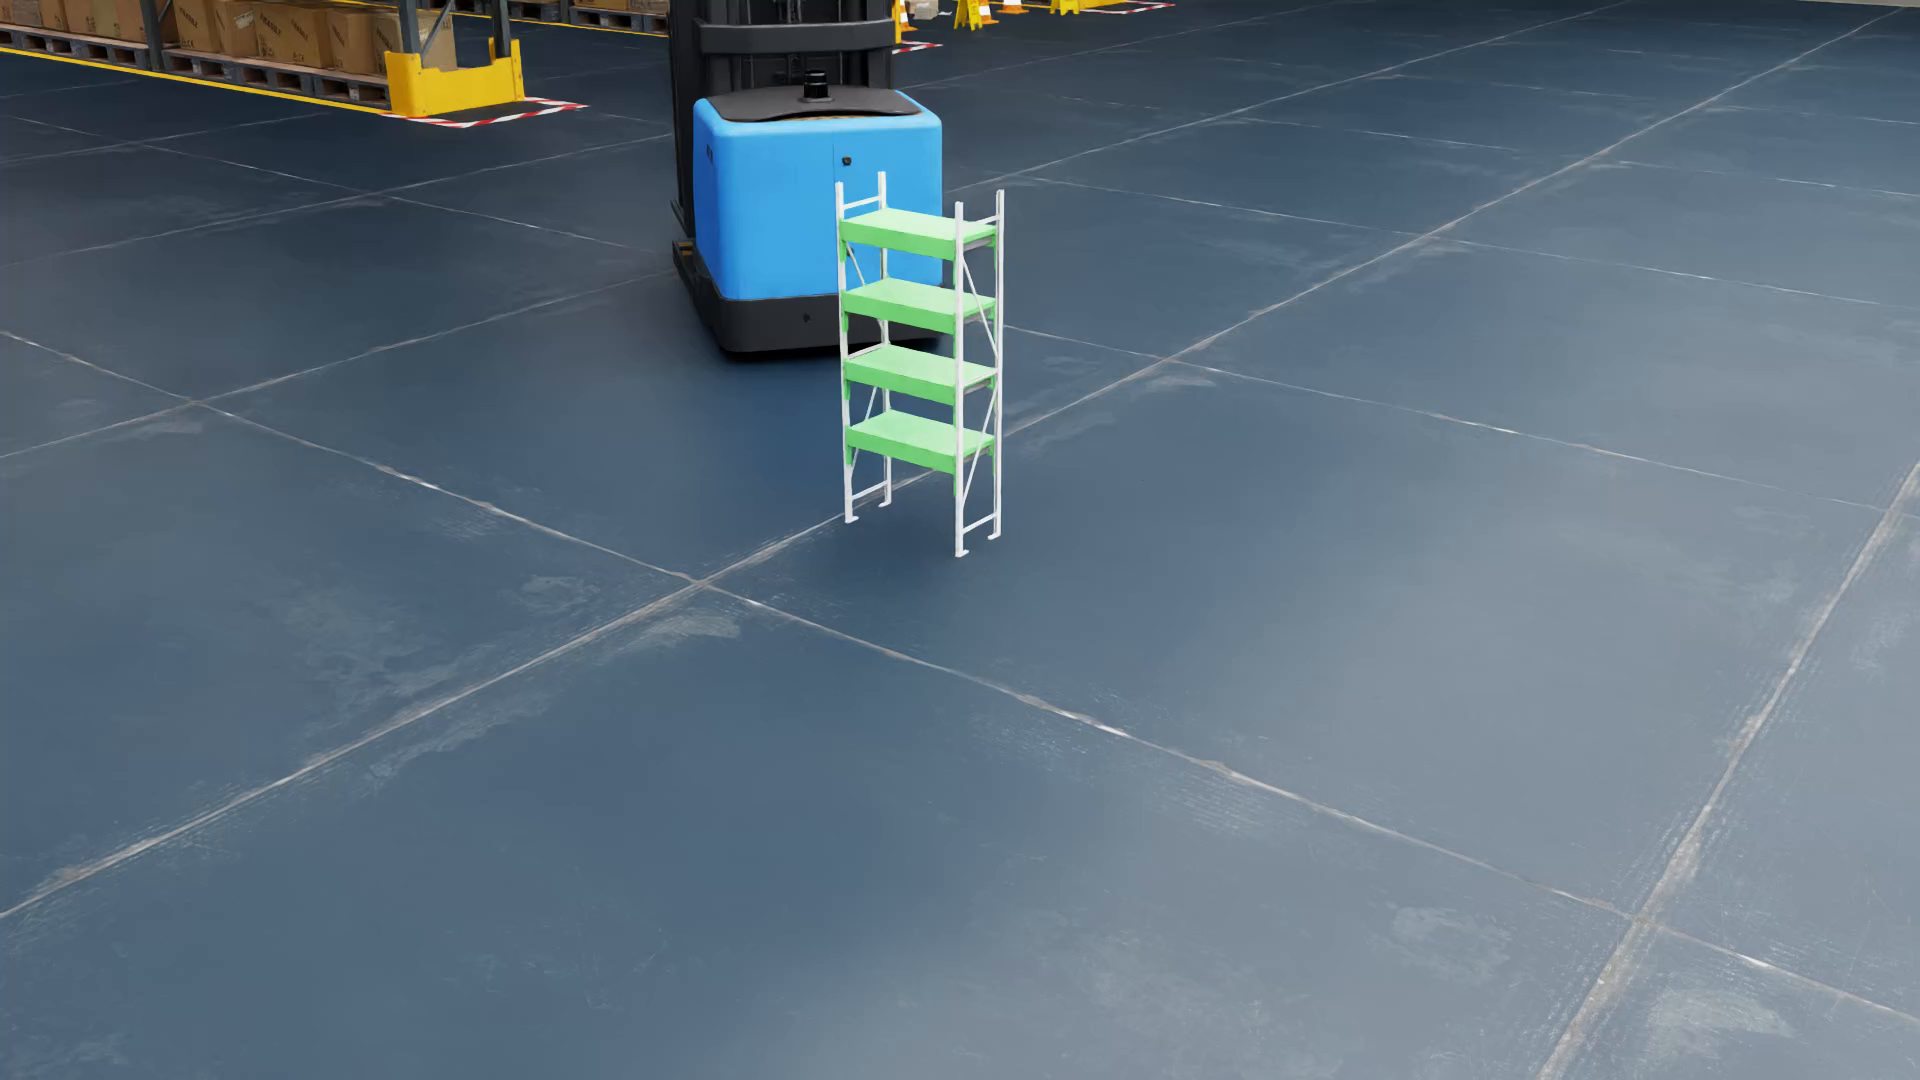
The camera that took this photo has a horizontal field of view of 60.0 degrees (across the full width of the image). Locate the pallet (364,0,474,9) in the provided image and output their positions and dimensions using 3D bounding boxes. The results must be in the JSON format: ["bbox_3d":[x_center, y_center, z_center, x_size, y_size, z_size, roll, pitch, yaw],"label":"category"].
[{"bbox_3d":[-6.934,-7.047,21.483,1.213,0.211,1.003,17,29,33],"label":"pallet"}]

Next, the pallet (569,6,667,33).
[{"bbox_3d":[-3.757,-6.086,19.301,1.213,0.211,1.003,17,29,33],"label":"pallet"}]

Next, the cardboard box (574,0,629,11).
[{"bbox_3d":[-3.858,-6.616,19.160,0.875,0.875,0.875,17,29,34],"label":"cardboard box"}]

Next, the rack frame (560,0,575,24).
[{"bbox_3d":[-4.319,-7.571,19.213,0.127,3.000,1.000,17,29,33],"label":"rack frame"}]

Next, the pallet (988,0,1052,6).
[{"bbox_3d":[1.080,-7.175,21.774,1.213,0.211,1.003,17,29,33],"label":"pallet"}]

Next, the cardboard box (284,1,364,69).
[{"bbox_3d":[-5.652,-4.524,14.876,0.500,0.500,0.500,20,31,38],"label":"cardboard box"}]

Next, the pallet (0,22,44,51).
[{"bbox_3d":[-9.951,-5.497,17.964,1.213,0.211,1.003,17,29,33],"label":"pallet"}]

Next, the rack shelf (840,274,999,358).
[{"bbox_3d":[-0.132,-0.750,5.528,0.480,0.148,0.258,17,29,33],"label":"rack shelf"}]

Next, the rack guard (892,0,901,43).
[{"bbox_3d":[-1.099,-5.454,17.509,0.348,0.500,1.175,17,29,33],"label":"rack guard"}]

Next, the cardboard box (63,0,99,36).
[{"bbox_3d":[-8.671,-5.465,16.987,0.500,0.500,0.700,14,27,29],"label":"cardboard box"}]

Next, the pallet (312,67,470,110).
[{"bbox_3d":[-4.864,-3.978,14.517,1.213,0.211,1.003,17,29,33],"label":"pallet"}]

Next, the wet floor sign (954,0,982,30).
[{"bbox_3d":[0.092,-6.158,18.927,0.232,0.644,0.267,12,26,24],"label":"wet floor sign"}]

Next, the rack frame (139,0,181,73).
[{"bbox_3d":[-7.375,-5.995,15.637,0.127,3.000,1.000,17,29,33],"label":"rack frame"}]

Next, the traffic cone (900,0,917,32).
[{"bbox_3d":[-0.692,-6.029,18.861,0.334,0.463,0.336,17,29,33],"label":"traffic cone"}]

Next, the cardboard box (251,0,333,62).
[{"bbox_3d":[-6.072,-4.673,15.215,0.500,0.500,0.500,14,27,29],"label":"cardboard box"}]

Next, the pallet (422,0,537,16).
[{"bbox_3d":[-5.962,-6.752,20.813,1.213,0.211,1.003,17,29,33],"label":"pallet"}]

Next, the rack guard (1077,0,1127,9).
[{"bbox_3d":[1.709,-7.100,21.244,0.348,0.500,1.175,17,29,33],"label":"rack guard"}]

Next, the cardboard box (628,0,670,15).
[{"bbox_3d":[-3.134,-6.400,18.669,0.875,0.875,0.875,17,29,34],"label":"cardboard box"}]

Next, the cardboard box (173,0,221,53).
[{"bbox_3d":[-7.079,-4.934,15.807,0.500,0.500,0.500,16,28,32],"label":"cardboard box"}]

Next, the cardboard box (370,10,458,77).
[{"bbox_3d":[-4.663,-4.233,14.216,0.500,0.500,0.500,-20,31,-38],"label":"cardboard box"}]

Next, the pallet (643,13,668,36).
[{"bbox_3d":[-2.777,-5.791,18.632,1.213,0.211,1.003,17,29,33],"label":"pallet"}]

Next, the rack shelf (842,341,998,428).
[{"bbox_3d":[-0.132,-0.531,5.625,0.480,0.148,0.258,17,29,33],"label":"rack shelf"}]

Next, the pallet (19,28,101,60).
[{"bbox_3d":[-8.979,-5.202,17.294,1.213,0.211,1.003,17,29,33],"label":"pallet"}]

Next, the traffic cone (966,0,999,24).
[{"bbox_3d":[0.258,-6.312,19.501,0.334,0.463,0.336,17,29,33],"label":"traffic cone"}]

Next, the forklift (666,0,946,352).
[{"bbox_3d":[-0.940,-2.755,8.368,1.130,2.935,3.031,-6,25,-14],"label":"forklift"}]

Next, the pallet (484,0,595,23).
[{"bbox_3d":[-4.982,-6.457,20.144,1.213,0.211,1.003,17,29,33],"label":"pallet"}]

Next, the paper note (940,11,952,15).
[{"bbox_3d":[-0.181,-6.453,20.358,0.142,0.019,0.148,7,25,15],"label":"paper note"}]

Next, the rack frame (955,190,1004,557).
[{"bbox_3d":[0.063,-0.530,5.465,0.015,1.200,0.240,17,29,33],"label":"rack frame"}]

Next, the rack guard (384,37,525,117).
[{"bbox_3d":[-4.235,-3.902,13.987,0.348,0.500,1.175,17,29,33],"label":"rack guard"}]

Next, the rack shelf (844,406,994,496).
[{"bbox_3d":[-0.132,-0.311,5.721,0.480,0.148,0.258,17,29,33],"label":"rack shelf"}]

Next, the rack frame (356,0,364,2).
[{"bbox_3d":[-7.520,-8.538,21.408,0.127,3.000,1.000,17,29,33],"label":"rack frame"}]

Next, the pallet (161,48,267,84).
[{"bbox_3d":[-6.816,-4.568,15.856,1.213,0.211,1.003,17,29,33],"label":"pallet"}]

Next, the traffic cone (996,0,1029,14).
[{"bbox_3d":[0.652,-6.752,20.501,0.334,0.463,0.336,17,29,33],"label":"traffic cone"}]

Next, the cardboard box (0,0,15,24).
[{"bbox_3d":[-10.027,-5.864,17.894,0.500,0.500,0.700,15,28,31],"label":"cardboard box"}]

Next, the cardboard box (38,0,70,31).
[{"bbox_3d":[-9.118,-5.599,17.293,0.500,0.500,0.700,20,31,38],"label":"cardboard box"}]

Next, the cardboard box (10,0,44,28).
[{"bbox_3d":[-9.576,-5.734,17.599,0.500,0.500,0.700,14,27,29],"label":"cardboard box"}]

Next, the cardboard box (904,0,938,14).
[{"bbox_3d":[-0.490,-6.586,20.513,0.380,0.149,0.250,-10,26,-21],"label":"cardboard box"}]

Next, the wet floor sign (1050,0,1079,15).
[{"bbox_3d":[1.280,-6.757,20.285,0.267,0.644,0.232,-15,28,-30],"label":"wet floor sign"}]

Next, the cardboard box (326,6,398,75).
[{"bbox_3d":[-5.162,-4.366,14.519,0.500,0.500,0.500,-17,29,-34],"label":"cardboard box"}]

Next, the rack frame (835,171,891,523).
[{"bbox_3d":[-0.328,-0.648,5.733,0.015,1.200,0.240,17,29,33],"label":"rack frame"}]

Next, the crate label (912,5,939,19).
[{"bbox_3d":[-0.408,-6.333,19.953,0.298,0.136,0.250,3,24,6],"label":"crate label"}]

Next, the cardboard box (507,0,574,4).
[{"bbox_3d":[-4.870,-6.855,19.857,0.750,0.750,1.050,17,29,33],"label":"cardboard box"}]

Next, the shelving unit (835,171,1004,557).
[{"bbox_3d":[-0.132,-0.589,5.599,0.503,1.200,0.258,17,29,33],"label":"shelving unit"}]

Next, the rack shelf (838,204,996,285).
[{"bbox_3d":[-0.132,-0.970,5.431,0.480,0.148,0.258,17,29,33],"label":"rack shelf"}]

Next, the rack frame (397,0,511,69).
[{"bbox_3d":[-4.174,-5.028,13.441,0.127,3.000,1.000,17,29,33],"label":"rack frame"}]

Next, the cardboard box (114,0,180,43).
[{"bbox_3d":[-7.853,-5.208,16.405,0.500,0.500,0.700,14,28,29],"label":"cardboard box"}]

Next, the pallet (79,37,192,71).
[{"bbox_3d":[-7.998,-4.907,16.625,1.213,0.211,1.003,17,29,33],"label":"pallet"}]

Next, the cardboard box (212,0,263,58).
[{"bbox_3d":[-6.616,-4.798,15.498,0.500,0.500,0.500,-16,28,-31],"label":"cardboard box"}]

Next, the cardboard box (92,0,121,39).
[{"bbox_3d":[-8.223,-5.330,16.680,0.500,0.500,0.700,17,29,33],"label":"cardboard box"}]

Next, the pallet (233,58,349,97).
[{"bbox_3d":[-5.836,-4.273,15.187,1.213,0.211,1.003,17,29,33],"label":"pallet"}]
